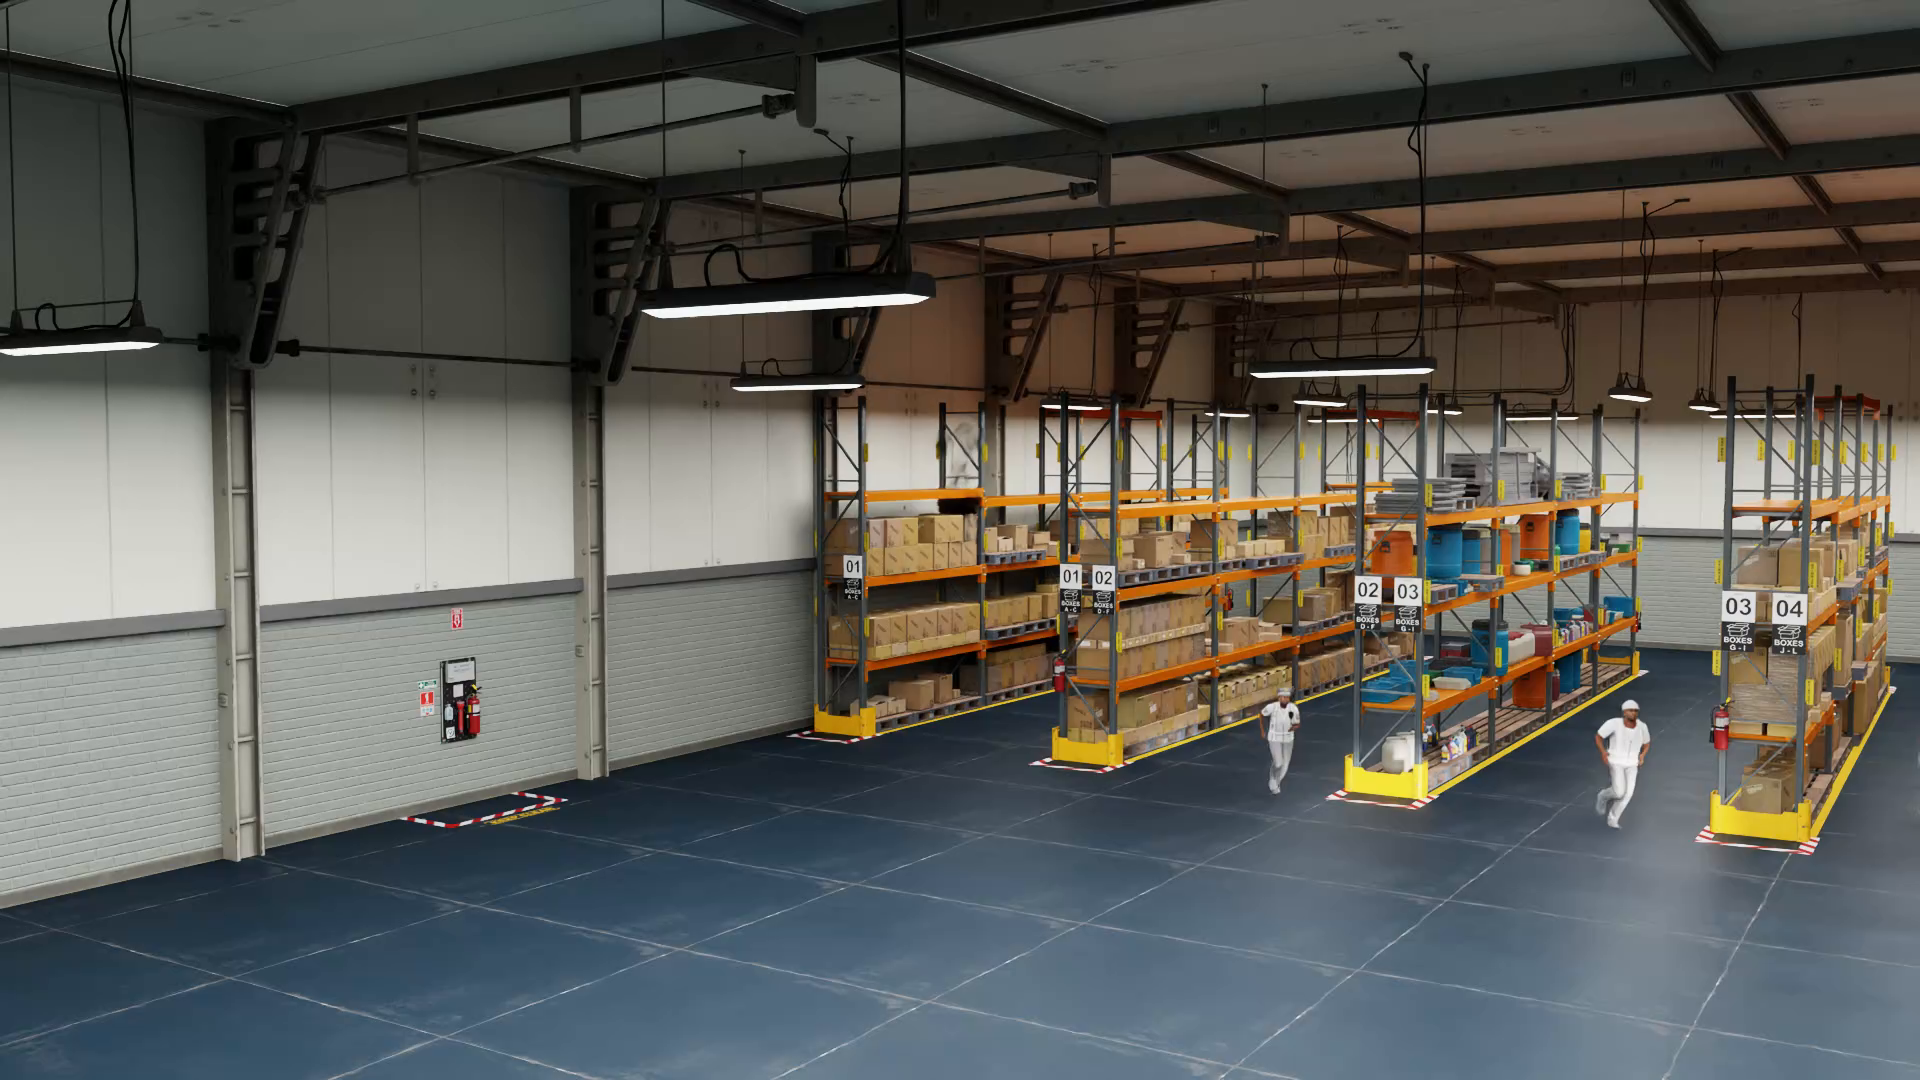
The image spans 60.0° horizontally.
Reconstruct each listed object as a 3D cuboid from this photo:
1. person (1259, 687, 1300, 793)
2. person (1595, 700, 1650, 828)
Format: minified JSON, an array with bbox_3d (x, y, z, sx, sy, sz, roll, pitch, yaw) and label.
[{"bbox_3d":[4.642,2.903,24.062,0.527,1.602,0.732,0,3,-7],"label":"person"},{"bbox_3d":[8.905,2.989,22.312,0.698,1.718,0.600,0,3,-4],"label":"person"}]
